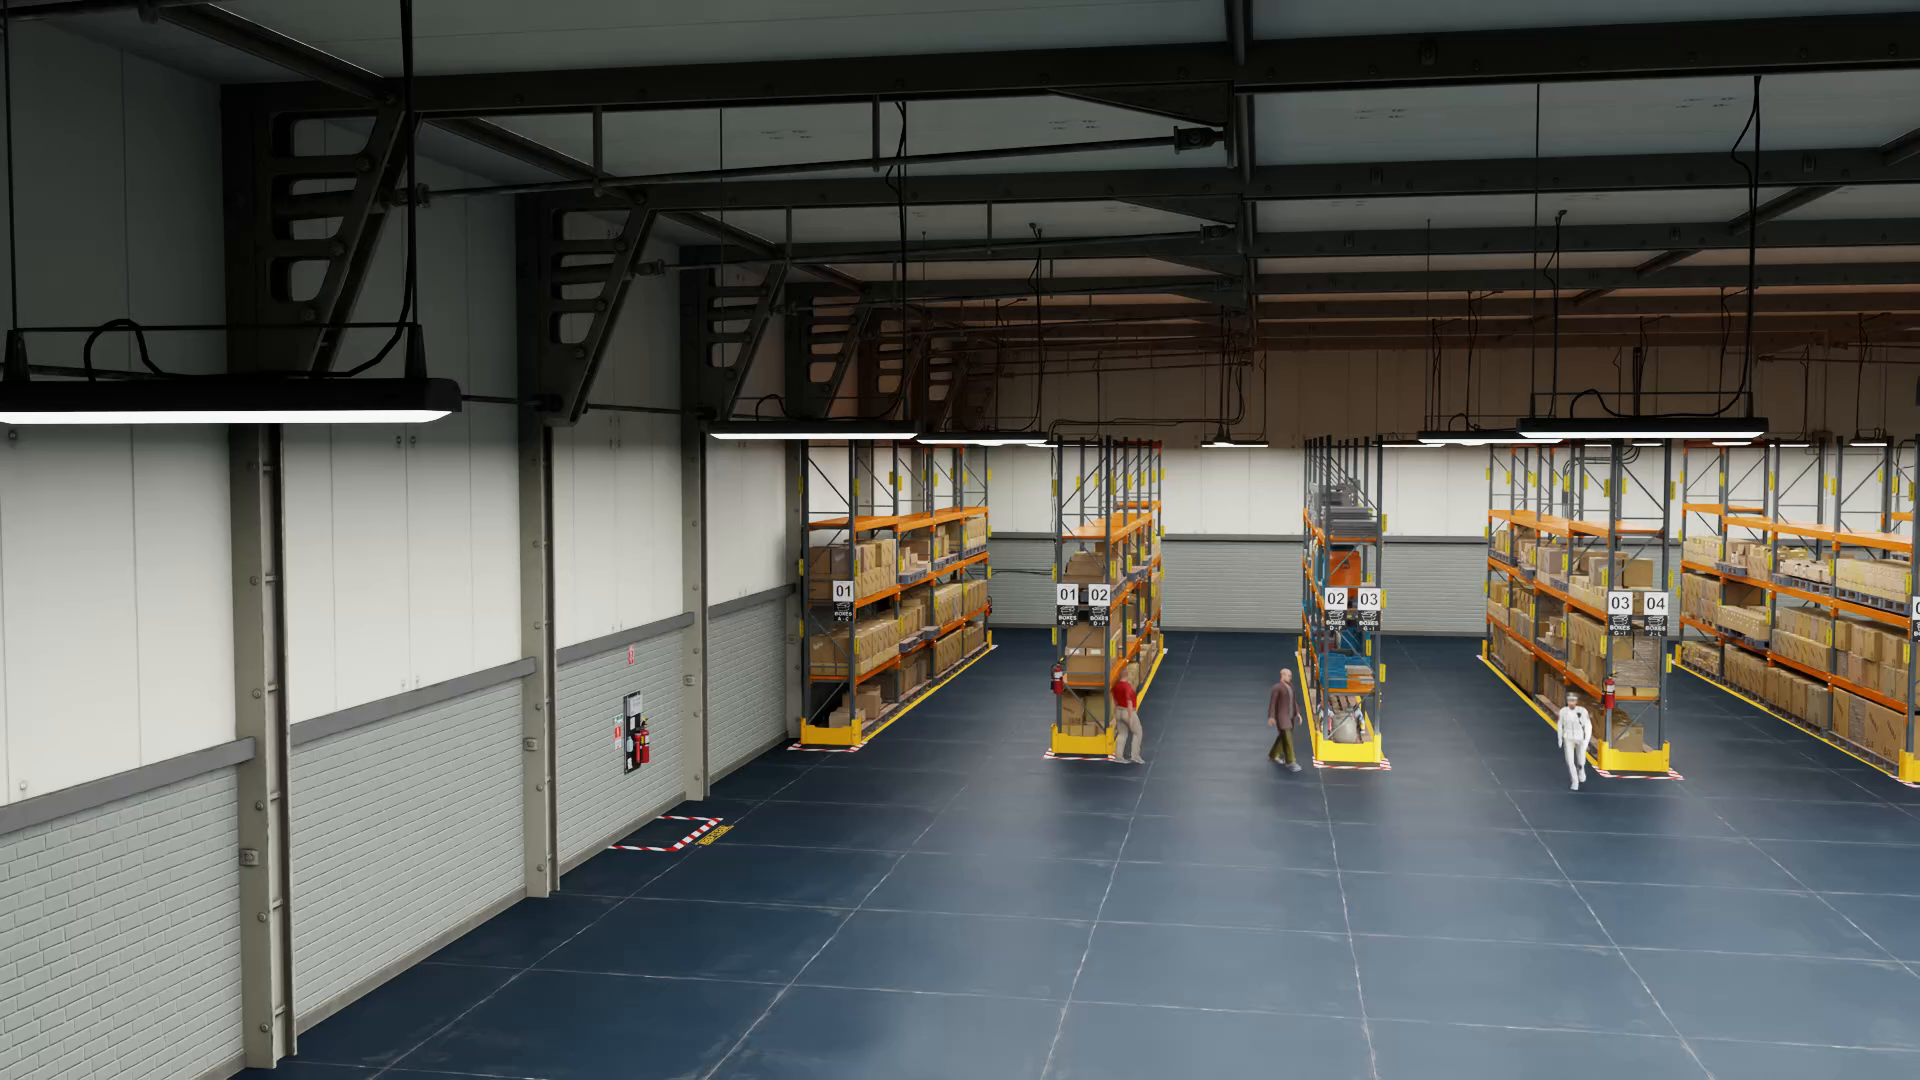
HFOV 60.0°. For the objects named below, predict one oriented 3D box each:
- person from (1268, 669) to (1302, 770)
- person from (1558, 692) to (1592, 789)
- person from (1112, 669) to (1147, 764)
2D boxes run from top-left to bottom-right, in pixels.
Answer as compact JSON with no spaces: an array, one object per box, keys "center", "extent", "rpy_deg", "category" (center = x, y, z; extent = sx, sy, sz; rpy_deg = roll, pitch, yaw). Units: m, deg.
[{"center":[5.922,3.210,30.052],"extent":[0.896,1.745,0.629],"rpy_deg":[3,4,42],"category":"person"},{"center":[10.447,3.377,28.254],"extent":[0.548,1.648,0.625],"rpy_deg":[2,3,26],"category":"person"},{"center":[3.079,3.233,30.388],"extent":[0.550,1.765,0.562],"rpy_deg":[-2,4,-34],"category":"person"}]
